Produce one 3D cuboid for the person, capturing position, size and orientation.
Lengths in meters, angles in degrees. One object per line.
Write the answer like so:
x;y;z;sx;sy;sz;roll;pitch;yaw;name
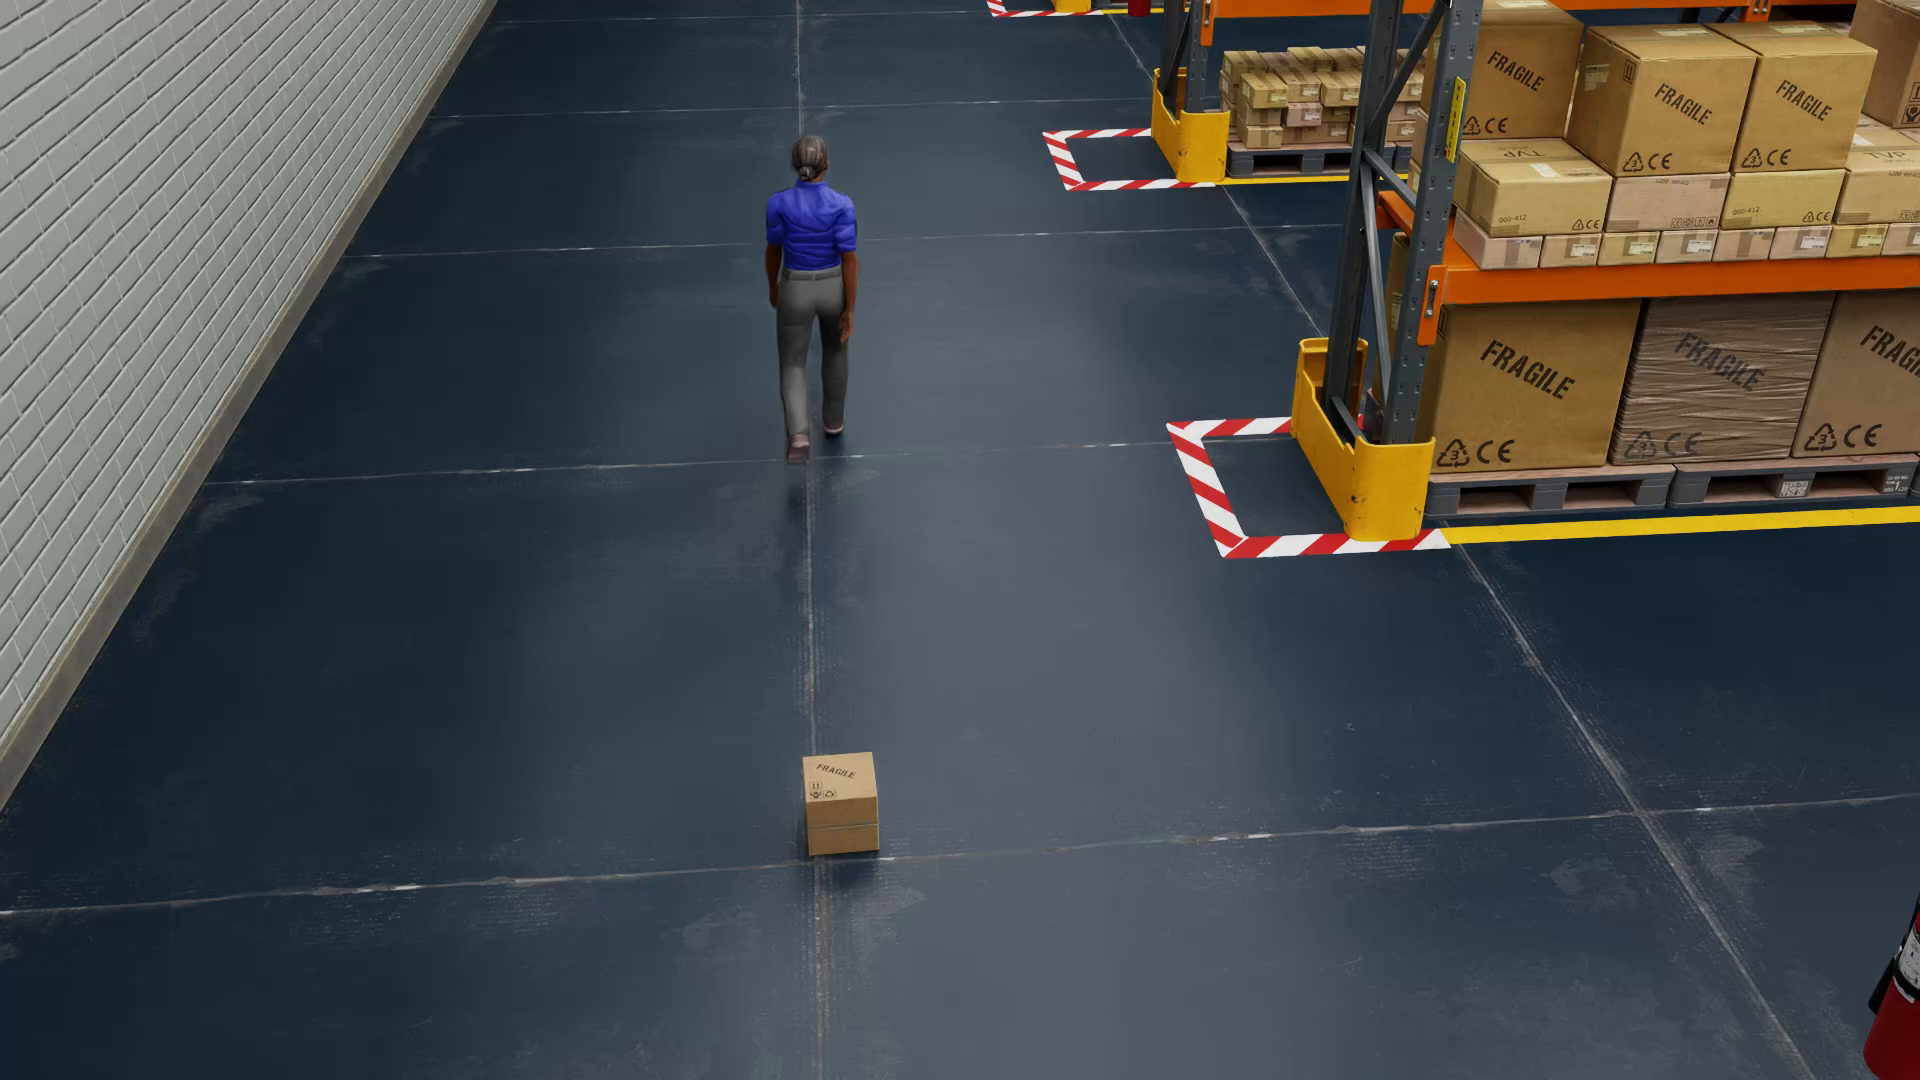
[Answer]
-0.706;-1.157;8.015;0.445;1.615;0.859;-3;31;-4;person
